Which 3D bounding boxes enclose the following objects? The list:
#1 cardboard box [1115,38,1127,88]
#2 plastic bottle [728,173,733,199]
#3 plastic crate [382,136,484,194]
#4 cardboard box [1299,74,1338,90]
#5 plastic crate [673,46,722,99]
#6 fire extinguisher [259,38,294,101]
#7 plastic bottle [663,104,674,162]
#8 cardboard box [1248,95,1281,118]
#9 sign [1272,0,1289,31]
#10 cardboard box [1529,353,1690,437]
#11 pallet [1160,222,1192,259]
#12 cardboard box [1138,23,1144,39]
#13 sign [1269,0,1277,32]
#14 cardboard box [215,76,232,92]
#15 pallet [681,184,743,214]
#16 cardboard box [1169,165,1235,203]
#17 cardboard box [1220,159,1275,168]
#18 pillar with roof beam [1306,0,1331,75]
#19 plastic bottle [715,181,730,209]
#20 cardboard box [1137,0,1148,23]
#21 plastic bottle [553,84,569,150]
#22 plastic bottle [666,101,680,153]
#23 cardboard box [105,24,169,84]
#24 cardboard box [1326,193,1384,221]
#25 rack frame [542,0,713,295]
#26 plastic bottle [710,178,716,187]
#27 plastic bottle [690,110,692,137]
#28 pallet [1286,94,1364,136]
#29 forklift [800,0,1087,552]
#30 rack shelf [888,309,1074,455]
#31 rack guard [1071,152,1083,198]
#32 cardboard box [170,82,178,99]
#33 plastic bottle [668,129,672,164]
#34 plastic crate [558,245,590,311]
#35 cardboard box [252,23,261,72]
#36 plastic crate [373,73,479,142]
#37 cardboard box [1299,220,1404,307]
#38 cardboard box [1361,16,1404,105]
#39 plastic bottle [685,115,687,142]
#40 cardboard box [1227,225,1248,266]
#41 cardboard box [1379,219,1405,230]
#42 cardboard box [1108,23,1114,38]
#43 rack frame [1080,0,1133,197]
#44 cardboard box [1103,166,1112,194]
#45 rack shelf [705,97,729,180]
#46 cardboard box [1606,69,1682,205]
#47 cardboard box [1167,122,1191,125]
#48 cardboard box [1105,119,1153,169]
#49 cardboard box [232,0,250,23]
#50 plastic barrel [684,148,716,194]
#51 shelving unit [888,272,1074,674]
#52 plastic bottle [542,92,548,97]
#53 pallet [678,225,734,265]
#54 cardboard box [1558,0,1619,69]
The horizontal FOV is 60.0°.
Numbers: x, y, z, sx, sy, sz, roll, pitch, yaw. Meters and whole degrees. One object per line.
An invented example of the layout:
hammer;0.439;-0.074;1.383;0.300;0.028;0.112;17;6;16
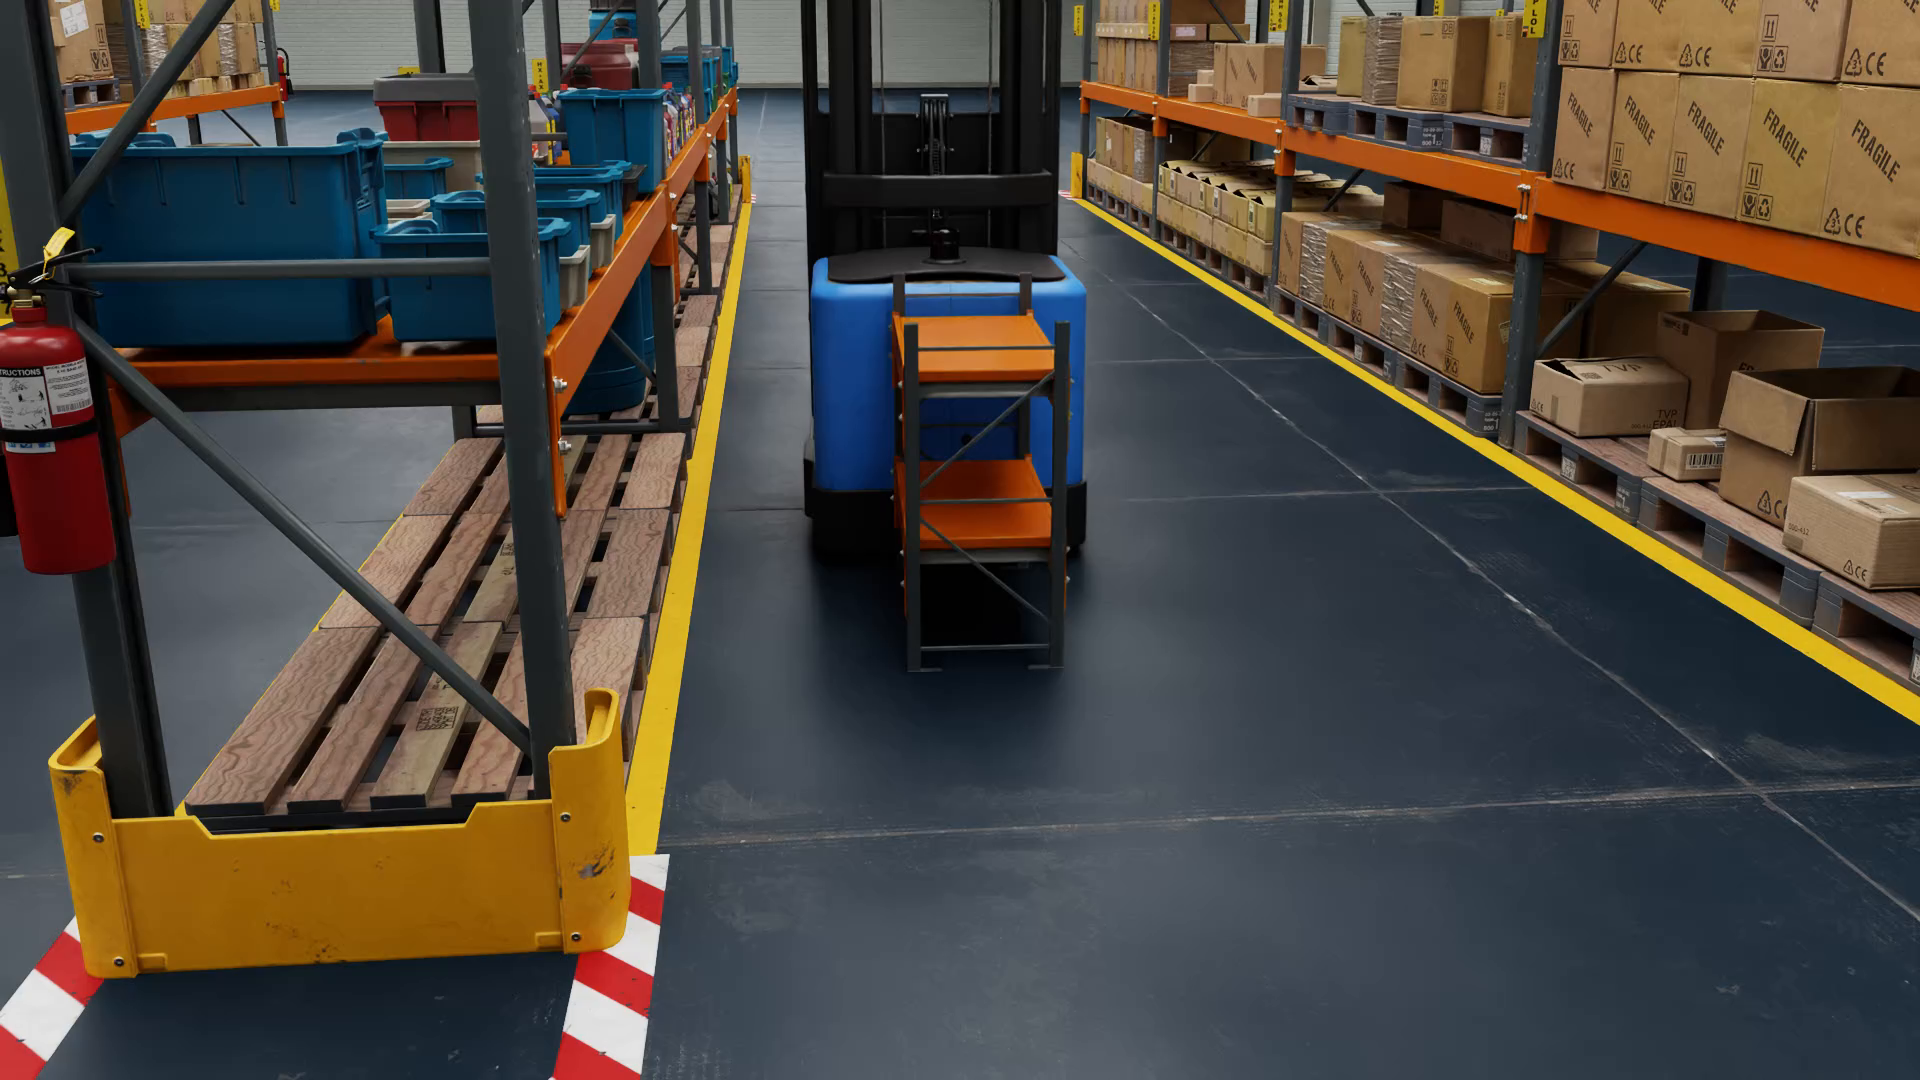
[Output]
cardboard box;2.040;-5.071;17.653;0.700;0.500;0.500;-2;18;-5
plastic bottle;-2.403;-3.616;16.999;0.152;0.276;0.135;-2;18;-5
plastic crate;-1.816;-1.251;5.752;0.437;0.282;0.530;-2;18;-6
cardboard box;2.825;-3.313;12.372;0.500;0.311;0.500;-2;18;-6
plastic crate;-2.261;-4.019;14.364;0.402;0.464;0.583;-2;18;-6
fire extinguisher;-7.508;-5.173;18.277;0.296;0.674;0.183;-2;18;-6
plastic bottle;-1.495;-2.071;8.461;0.061;0.283;0.133;-2;18;-6
cardboard box;2.357;-3.223;12.354;0.380;0.149;0.250;-2;18;-6
sign;2.173;-3.618;11.259;0.100;0.325;0.005;-2;18;-6
cardboard box;2.966;-0.687;7.612;0.500;0.311;0.500;-2;18;-6
pallet;2.427;-2.726;15.009;1.003;0.211;1.213;-2;18;-6
cardboard box;1.968;-5.010;16.377;0.380;0.149;0.250;-2;18;-6
sign;2.851;-4.809;15.187;0.100;0.325;0.005;-2;18;-6
cardboard box;-7.460;-4.520;16.485;0.380;0.149;0.250;-2;18;-6
pallet;-2.895;-3.721;18.177;1.003;0.211;1.213;-2;18;-6
cardboard box;2.153;-3.151;14.659;0.500;0.311;0.500;-2;18;-6
cardboard box;2.639;-3.319;15.195;0.500;0.311;0.500;-2;18;-6
pillar with roof beam;2.239;-11.744;29.060;9.100;9.000;0.400;-2;18;-6
plastic bottle;-2.286;-3.323;15.940;0.144;0.351;0.185;-1;17;-4
cardboard box;2.156;-5.373;16.452;0.700;0.500;0.500;-2;18;-6
plastic bottle;-2.186;-2.353;9.246;0.144;0.351;0.185;-2;18;-6
plastic bottle;-1.573;-2.237;9.010;0.097;0.271;0.097;0;17;0
cardboard box;-7.527;-4.296;14.689;0.875;0.500;0.500;-2;18;-6
cardboard box;2.963;-2.404;12.281;0.500;0.311;0.500;-1;17;-4
rack frame;-2.203;-2.931;11.007;1.000;3.000;0.127;-2;18;-6
plastic bottle;-2.494;-3.458;16.496;0.152;0.276;0.135;-2;18;-6
plastic bottle;-1.709;-2.597;10.272;0.097;0.201;0.097;0;17;0
pallet;2.865;-2.792;10.883;1.213;0.211;1.003;-2;18;-6
forklift;-0.138;-1.745;7.341;1.130;2.935;3.031;-1;17;-4
rack shelf;0.045;-0.550;5.572;0.538;0.278;1.000;-1;17;-4
rack guard;1.897;-4.281;19.480;1.175;0.500;0.348;-2;18;-6
cardboard box;-7.331;-4.072;15.059;0.380;0.149;0.250;-2;18;-6
plastic bottle;-1.501;-1.997;8.362;0.097;0.201;0.097;0;17;0
plastic crate;-1.026;-0.633;4.024;0.250;0.136;0.298;-2;18;-6
cardboard box;-7.925;-5.187;17.527;0.875;0.500;0.500;-2;18;-6
plastic crate;-1.947;-1.525;6.320;0.402;0.464;0.583;-2;18;-6
cardboard box;2.547;-1.800;10.843;0.500;0.500;0.500;-2;18;-8
cardboard box;2.806;-2.869;9.939;0.700;0.500;0.500;1;17;5
plastic bottle;-1.649;-2.423;9.717;0.097;0.201;0.097;0;17;0
cardboard box;2.371;-2.274;12.803;0.500;0.250;0.500;-2;18;-6
cardboard box;3.055;-1.829;10.934;0.500;0.500;0.500;-1;17;-3
cardboard box;1.804;-5.472;17.850;0.380;0.149;0.250;-2;18;-6
rack frame;1.900;-5.467;19.082;1.000;3.000;0.127;-2;18;-6
cardboard box;1.840;-3.891;17.952;0.500;0.250;0.500;-2;18;-6
rack shelf;-2.409;-3.184;13.012;1.077;0.370;4.000;-2;18;-6
cardboard box;2.975;-1.627;6.683;0.500;0.500;0.500;-1;17;-5
cardboard box;2.419;-4.116;17.417;0.500;0.500;0.500;-2;18;-6
cardboard box;1.852;-4.249;17.841;0.500;0.500;0.500;-2;18;-6
cardboard box;-7.594;-5.524;16.930;0.500;0.500;0.500;-2;18;-6
plastic barrel;-2.832;-3.985;17.816;0.421;0.512;0.421;0;17;0
shelving unit;0.045;-0.270;5.660;0.538;1.125;1.048;-1;17;-4
plastic bottle;-2.439;-2.489;9.792;0.061;0.283;0.133;-2;18;-6
pallet;-2.495;-2.560;14.479;1.003;0.211;1.213;-2;18;-6
cardboard box;2.906;-2.267;7.055;0.500;0.500;0.500;-1;17;-4
